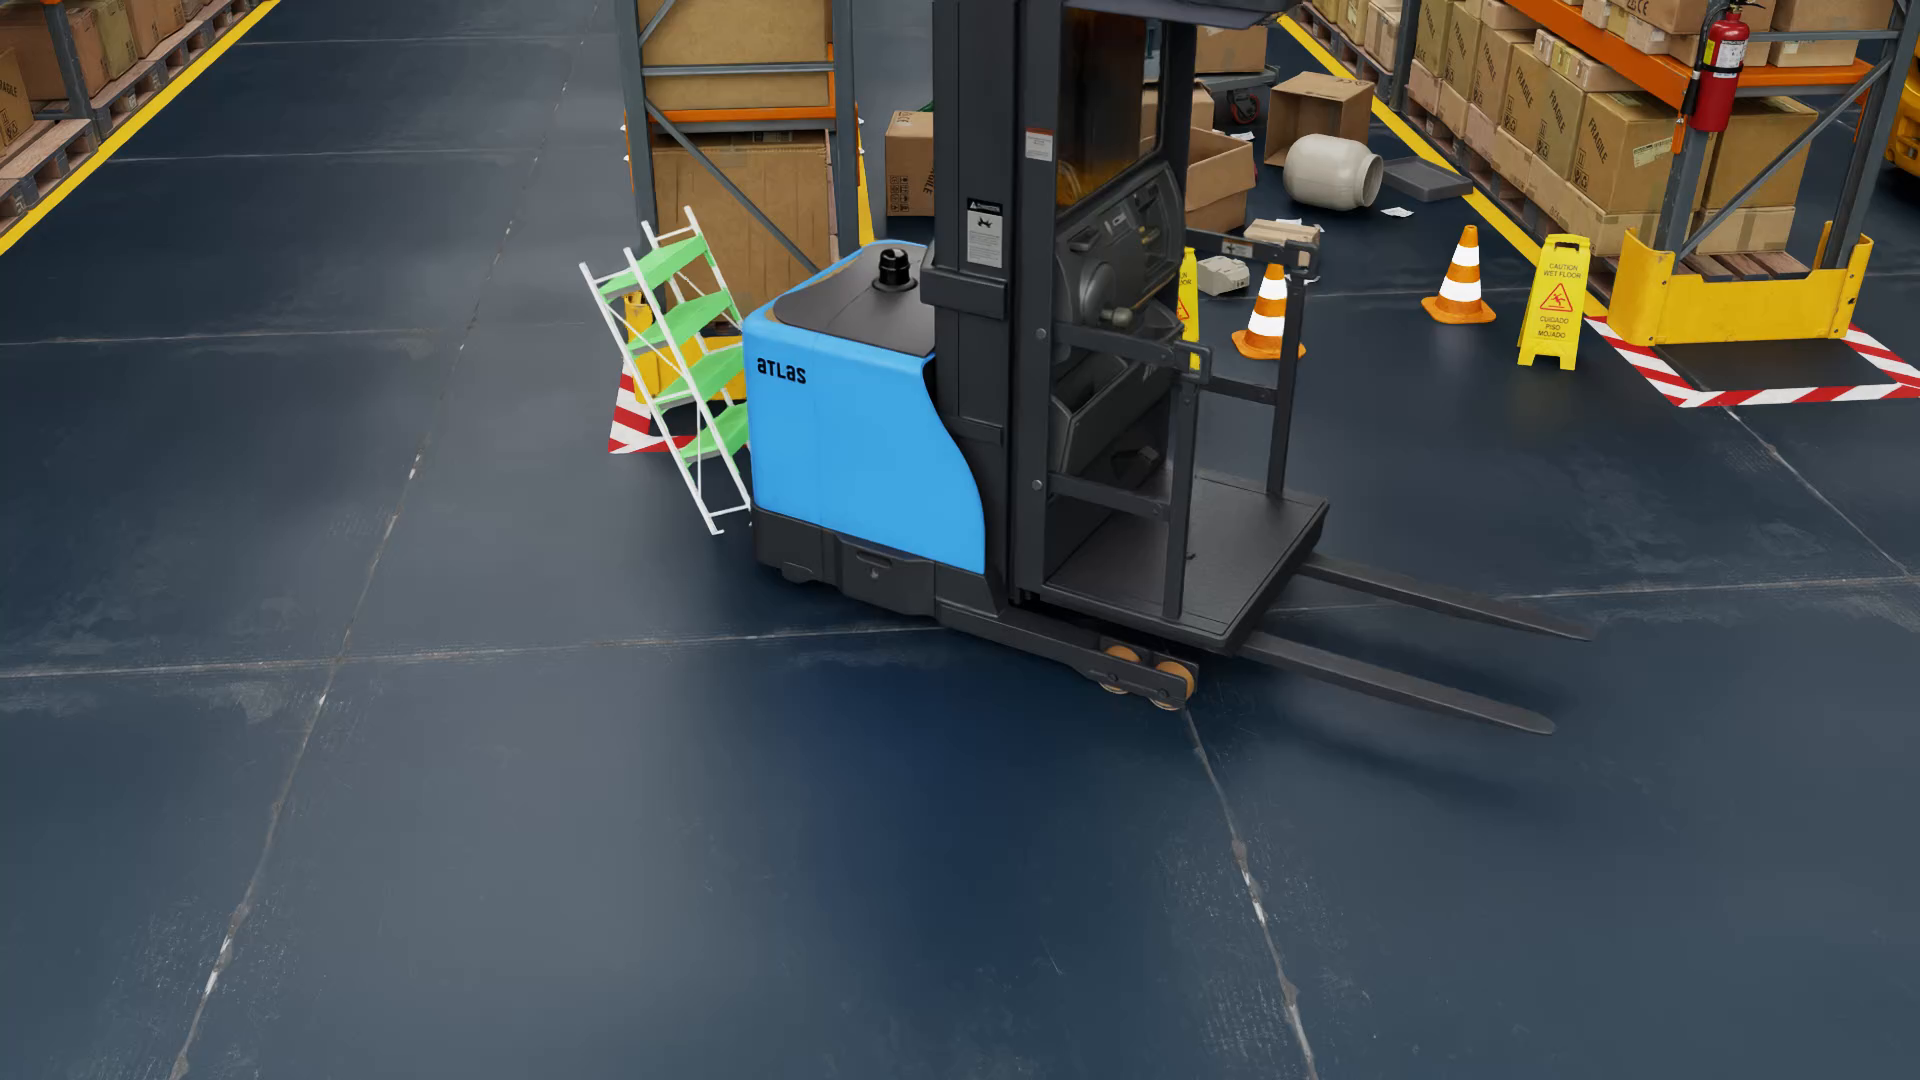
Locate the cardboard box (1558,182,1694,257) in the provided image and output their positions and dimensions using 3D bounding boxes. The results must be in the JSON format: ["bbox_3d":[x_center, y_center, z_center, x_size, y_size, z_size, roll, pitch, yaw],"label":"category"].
[{"bbox_3d":[3.608,-1.752,9.029,0.500,0.250,0.500,-3,31,-5],"label":"cardboard box"}]

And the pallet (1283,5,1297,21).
[{"bbox_3d":[3.277,-4.828,14.627,1.003,0.211,1.213,-3,31,-5],"label":"pallet"}]

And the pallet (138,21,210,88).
[{"bbox_3d":[-6.478,-3.732,12.792,1.003,0.211,1.213,-3,31,-5],"label":"pallet"}]

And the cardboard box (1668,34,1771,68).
[{"bbox_3d":[3.705,-2.413,8.109,0.380,0.149,0.250,-2,31,-3],"label":"cardboard box"}]

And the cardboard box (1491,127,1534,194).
[{"bbox_3d":[3.515,-2.271,9.899,0.500,0.250,0.500,-4,31,-6],"label":"cardboard box"}]

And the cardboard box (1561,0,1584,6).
[{"bbox_3d":[3.516,-3.062,9.197,0.380,0.149,0.250,-3,31,-5],"label":"cardboard box"}]

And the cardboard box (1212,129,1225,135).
[{"bbox_3d":[1.519,-2.689,10.994,0.396,0.266,0.258,27,40,37],"label":"cardboard box"}]

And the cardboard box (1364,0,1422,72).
[{"bbox_3d":[3.528,-3.702,12.175,0.950,0.372,0.625,-2,31,-4],"label":"cardboard box"}]

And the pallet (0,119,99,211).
[{"bbox_3d":[-6.189,-2.369,10.510,1.003,0.211,1.213,-3,31,-5],"label":"pallet"}]

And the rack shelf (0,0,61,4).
[{"bbox_3d":[-6.100,-2.577,8.841,1.077,0.370,4.000,-3,31,-5],"label":"rack shelf"}]

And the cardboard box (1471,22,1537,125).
[{"bbox_3d":[3.474,-2.852,10.140,0.500,0.500,0.500,-1,31,-2],"label":"cardboard box"}]

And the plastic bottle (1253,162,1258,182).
[{"bbox_3d":[1.833,-2.372,10.661,0.133,0.061,0.283,2,31,4],"label":"plastic bottle"}]

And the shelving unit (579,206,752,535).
[{"bbox_3d":[-1.044,-0.678,6.699,0.258,1.200,0.503,-12,24,28],"label":"shelving unit"}]

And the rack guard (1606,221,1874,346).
[{"bbox_3d":[3.946,-1.305,8.448,1.175,0.500,0.348,-3,31,-5],"label":"rack guard"}]

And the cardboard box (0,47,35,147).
[{"bbox_3d":[-6.289,-2.808,10.554,0.500,0.500,0.500,-4,31,-6],"label":"cardboard box"}]

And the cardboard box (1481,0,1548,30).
[{"bbox_3d":[3.396,-3.202,10.093,0.380,0.149,0.250,-1,31,-2],"label":"cardboard box"}]

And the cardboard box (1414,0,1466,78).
[{"bbox_3d":[3.366,-3.390,11.040,0.500,0.500,0.500,-1,31,-2],"label":"cardboard box"}]

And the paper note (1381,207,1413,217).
[{"bbox_3d":[2.645,-1.986,10.045,0.142,0.019,0.148,-14,33,-22],"label":"paper note"}]

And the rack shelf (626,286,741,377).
[{"bbox_3d":[-1.109,-0.829,6.637,0.258,0.148,0.480,-12,24,28],"label":"rack shelf"}]

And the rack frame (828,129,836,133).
[{"bbox_3d":[-1.339,-4.093,10.678,1.000,3.000,0.127,-3,31,-5],"label":"rack frame"}]

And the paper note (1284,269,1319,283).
[{"bbox_3d":[1.883,-1.452,9.152,0.148,0.019,0.142,-14,33,-22],"label":"paper note"}]

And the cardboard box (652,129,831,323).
[{"bbox_3d":[-1.095,-1.662,8.270,0.875,0.875,0.875,-3,31,-4],"label":"cardboard box"}]

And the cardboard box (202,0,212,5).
[{"bbox_3d":[-6.578,-4.724,13.742,0.700,0.500,0.500,-4,31,-7],"label":"cardboard box"}]

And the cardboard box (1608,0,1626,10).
[{"bbox_3d":[3.586,-3.030,8.510,0.500,0.500,0.500,-3,31,-4],"label":"cardboard box"}]

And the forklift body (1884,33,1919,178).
[{"bbox_3d":[6.901,-3.096,9.835,2.313,2.155,1.214,-3,31,-5],"label":"forklift body"}]

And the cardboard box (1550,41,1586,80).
[{"bbox_3d":[3.497,-2.649,9.168,0.380,0.149,0.250,-2,31,-4],"label":"cardboard box"}]

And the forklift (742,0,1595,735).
[{"bbox_3d":[0.728,-0.981,5.534,3.031,2.935,1.130,16,34,25],"label":"forklift"}]

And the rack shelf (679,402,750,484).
[{"bbox_3d":[-0.931,-0.417,6.808,0.258,0.148,0.480,-12,24,28],"label":"rack shelf"}]

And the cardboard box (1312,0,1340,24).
[{"bbox_3d":[3.391,-4.424,13.384,0.950,0.372,0.625,-2,31,-3],"label":"cardboard box"}]

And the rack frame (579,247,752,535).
[{"bbox_3d":[-1.124,-0.560,6.501,0.240,1.200,0.015,-12,24,28],"label":"rack frame"}]

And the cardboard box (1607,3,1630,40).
[{"bbox_3d":[3.569,-2.669,8.537,0.380,0.149,0.250,-3,31,-5],"label":"cardboard box"}]

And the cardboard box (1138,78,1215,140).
[{"bbox_3d":[1.173,-2.579,10.444,0.797,0.637,0.503,-3,31,-5],"label":"cardboard box"}]

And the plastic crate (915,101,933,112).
[{"bbox_3d":[-0.019,-2.885,11.340,0.450,0.188,0.662,4,30,26],"label":"plastic crate"}]

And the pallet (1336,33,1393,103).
[{"bbox_3d":[3.505,-3.582,12.541,1.003,0.211,1.213,-3,31,-5],"label":"pallet"}]

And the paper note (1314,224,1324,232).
[{"bbox_3d":[2.122,-1.844,9.827,0.032,0.001,0.123,-3,31,-5],"label":"paper note"}]

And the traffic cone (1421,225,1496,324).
[{"bbox_3d":[2.629,-1.408,8.657,0.336,0.463,0.334,-3,31,-5],"label":"traffic cone"}]

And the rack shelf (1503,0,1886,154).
[{"bbox_3d":[3.766,-3.052,9.636,1.077,0.370,4.000,-3,31,-5],"label":"rack shelf"}]

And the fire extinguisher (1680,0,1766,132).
[{"bbox_3d":[3.505,-2.226,7.627,0.296,0.674,0.183,-3,31,-5],"label":"fire extinguisher"}]

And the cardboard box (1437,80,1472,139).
[{"bbox_3d":[3.427,-2.796,10.777,0.500,0.250,0.500,-1,31,-2],"label":"cardboard box"}]

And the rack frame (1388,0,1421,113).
[{"bbox_3d":[3.580,-4.382,11.161,1.000,3.000,0.127,-3,31,-5],"label":"rack frame"}]

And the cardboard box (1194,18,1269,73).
[{"bbox_3d":[1.810,-3.533,11.439,0.500,0.500,0.500,-3,31,-5],"label":"cardboard box"}]

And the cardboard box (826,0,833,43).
[{"bbox_3d":[-1.046,-2.874,8.491,0.875,0.550,0.550,-3,31,-5],"label":"cardboard box"}]

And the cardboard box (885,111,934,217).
[{"bbox_3d":[-0.173,-2.278,10.073,0.500,0.500,0.500,2,31,4],"label":"cardboard box"}]

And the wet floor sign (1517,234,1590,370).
[{"bbox_3d":[2.906,-1.181,8.097,0.267,0.644,0.232,8,32,13],"label":"wet floor sign"}]

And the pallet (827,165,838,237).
[{"bbox_3d":[-1.229,-1.880,9.691,1.003,0.211,1.213,-3,31,-5],"label":"pallet"}]

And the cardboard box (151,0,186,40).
[{"bbox_3d":[-6.454,-4.152,12.785,0.700,0.500,0.500,0,31,0],"label":"cardboard box"}]

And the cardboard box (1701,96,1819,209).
[{"bbox_3d":[4.151,-2.099,8.879,0.500,0.500,0.500,-4,31,-6],"label":"cardboard box"}]

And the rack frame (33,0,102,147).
[{"bbox_3d":[-6.287,-3.907,10.366,1.000,3.000,0.127,-3,31,-5],"label":"rack frame"}]

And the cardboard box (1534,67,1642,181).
[{"bbox_3d":[3.567,-2.324,9.257,0.500,0.500,0.500,-2,31,-3],"label":"cardboard box"}]

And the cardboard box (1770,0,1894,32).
[{"bbox_3d":[4.185,-2.765,8.067,0.500,0.500,0.500,-3,31,-5],"label":"cardboard box"}]

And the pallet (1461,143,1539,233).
[{"bbox_3d":[3.795,-2.219,10.260,1.003,0.211,1.213,-3,31,-5],"label":"pallet"}]

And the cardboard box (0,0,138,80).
[{"bbox_3d":[-6.349,-3.582,11.830,0.700,0.500,0.500,-3,31,-5],"label":"cardboard box"}]
